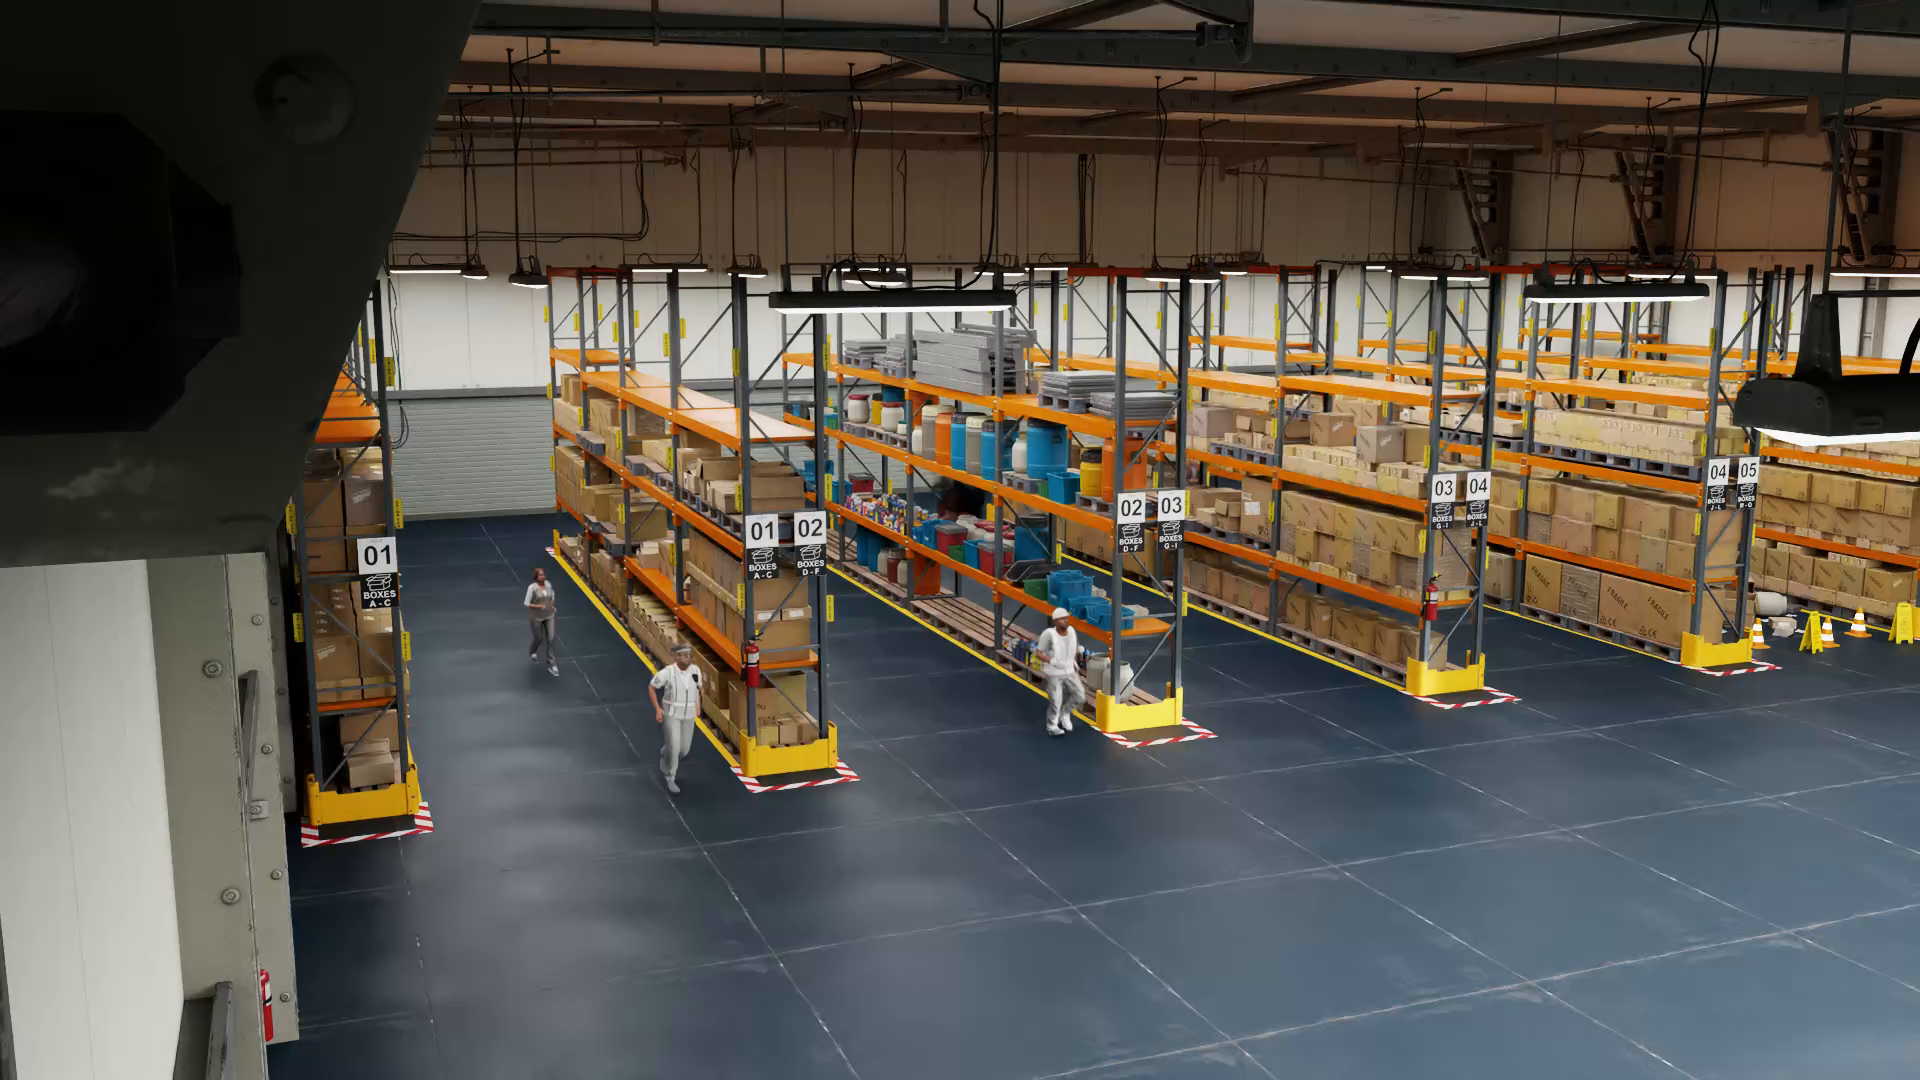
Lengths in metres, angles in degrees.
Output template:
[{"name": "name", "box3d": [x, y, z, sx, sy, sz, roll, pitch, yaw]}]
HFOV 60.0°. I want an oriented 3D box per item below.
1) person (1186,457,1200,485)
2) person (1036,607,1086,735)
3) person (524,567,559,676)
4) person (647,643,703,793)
[{"name": "person", "box3d": [5.170, -1.039, 37.483, 0.728, 1.833, 0.990, -3, 10, -17]}, {"name": "person", "box3d": [1.342, 1.745, 21.656, 0.723, 1.751, 0.595, -6, 11, -30]}, {"name": "person", "box3d": [-6.312, 1.196, 25.100, 0.540, 1.597, 0.879, -7, 12, -35]}, {"name": "person", "box3d": [-3.365, 2.080, 19.875, 0.702, 1.749, 0.690, -7, 12, -33]}]
